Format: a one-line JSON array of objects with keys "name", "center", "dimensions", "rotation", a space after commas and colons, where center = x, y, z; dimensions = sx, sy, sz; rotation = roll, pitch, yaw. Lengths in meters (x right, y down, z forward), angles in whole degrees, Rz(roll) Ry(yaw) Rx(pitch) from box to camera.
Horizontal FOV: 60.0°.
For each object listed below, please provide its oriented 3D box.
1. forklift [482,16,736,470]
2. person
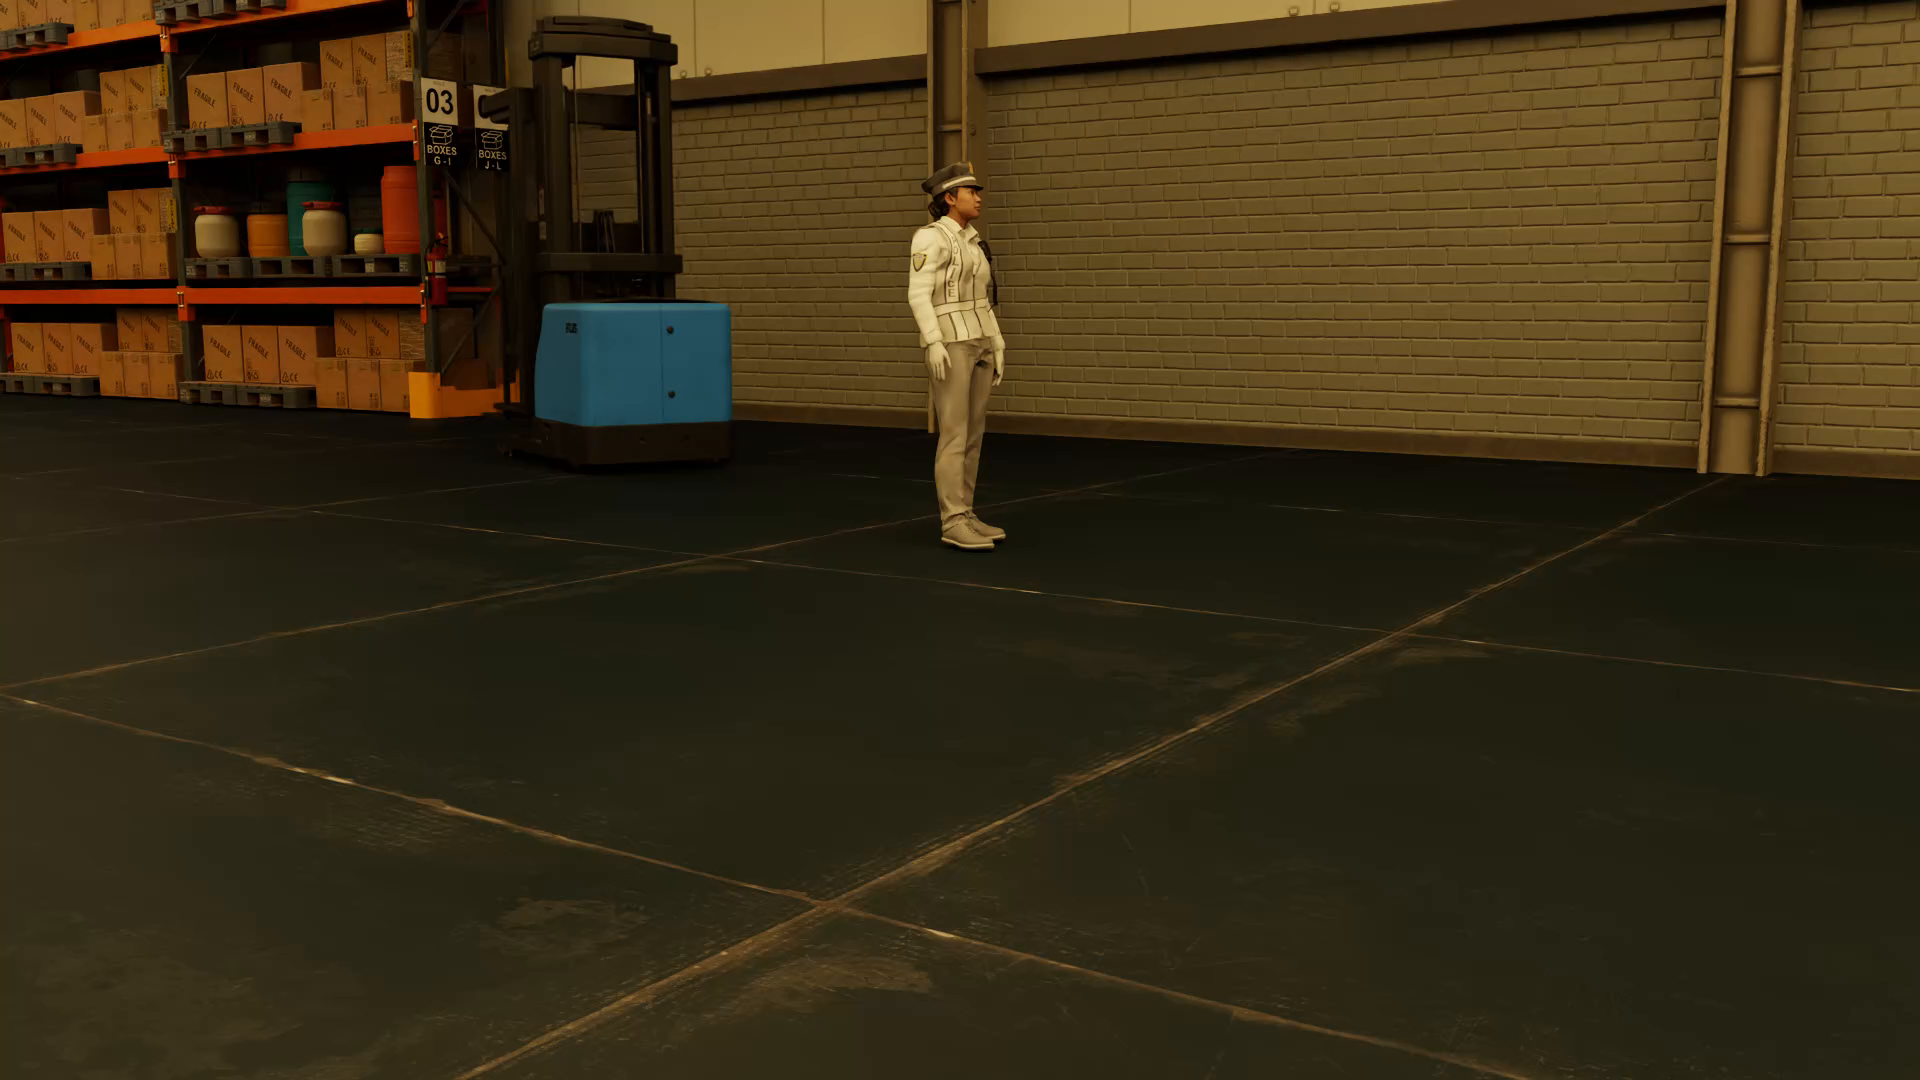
[{"name": "forklift", "center": [-2.662, -2.064, 11.709], "dimensions": [1.130, 2.935, 3.031], "rotation": [-5, 9, -31]}, {"name": "person", "center": [0.053, -0.840, 7.439], "dimensions": [0.530, 1.694, 0.586], "rotation": [5, 10, 34]}]
